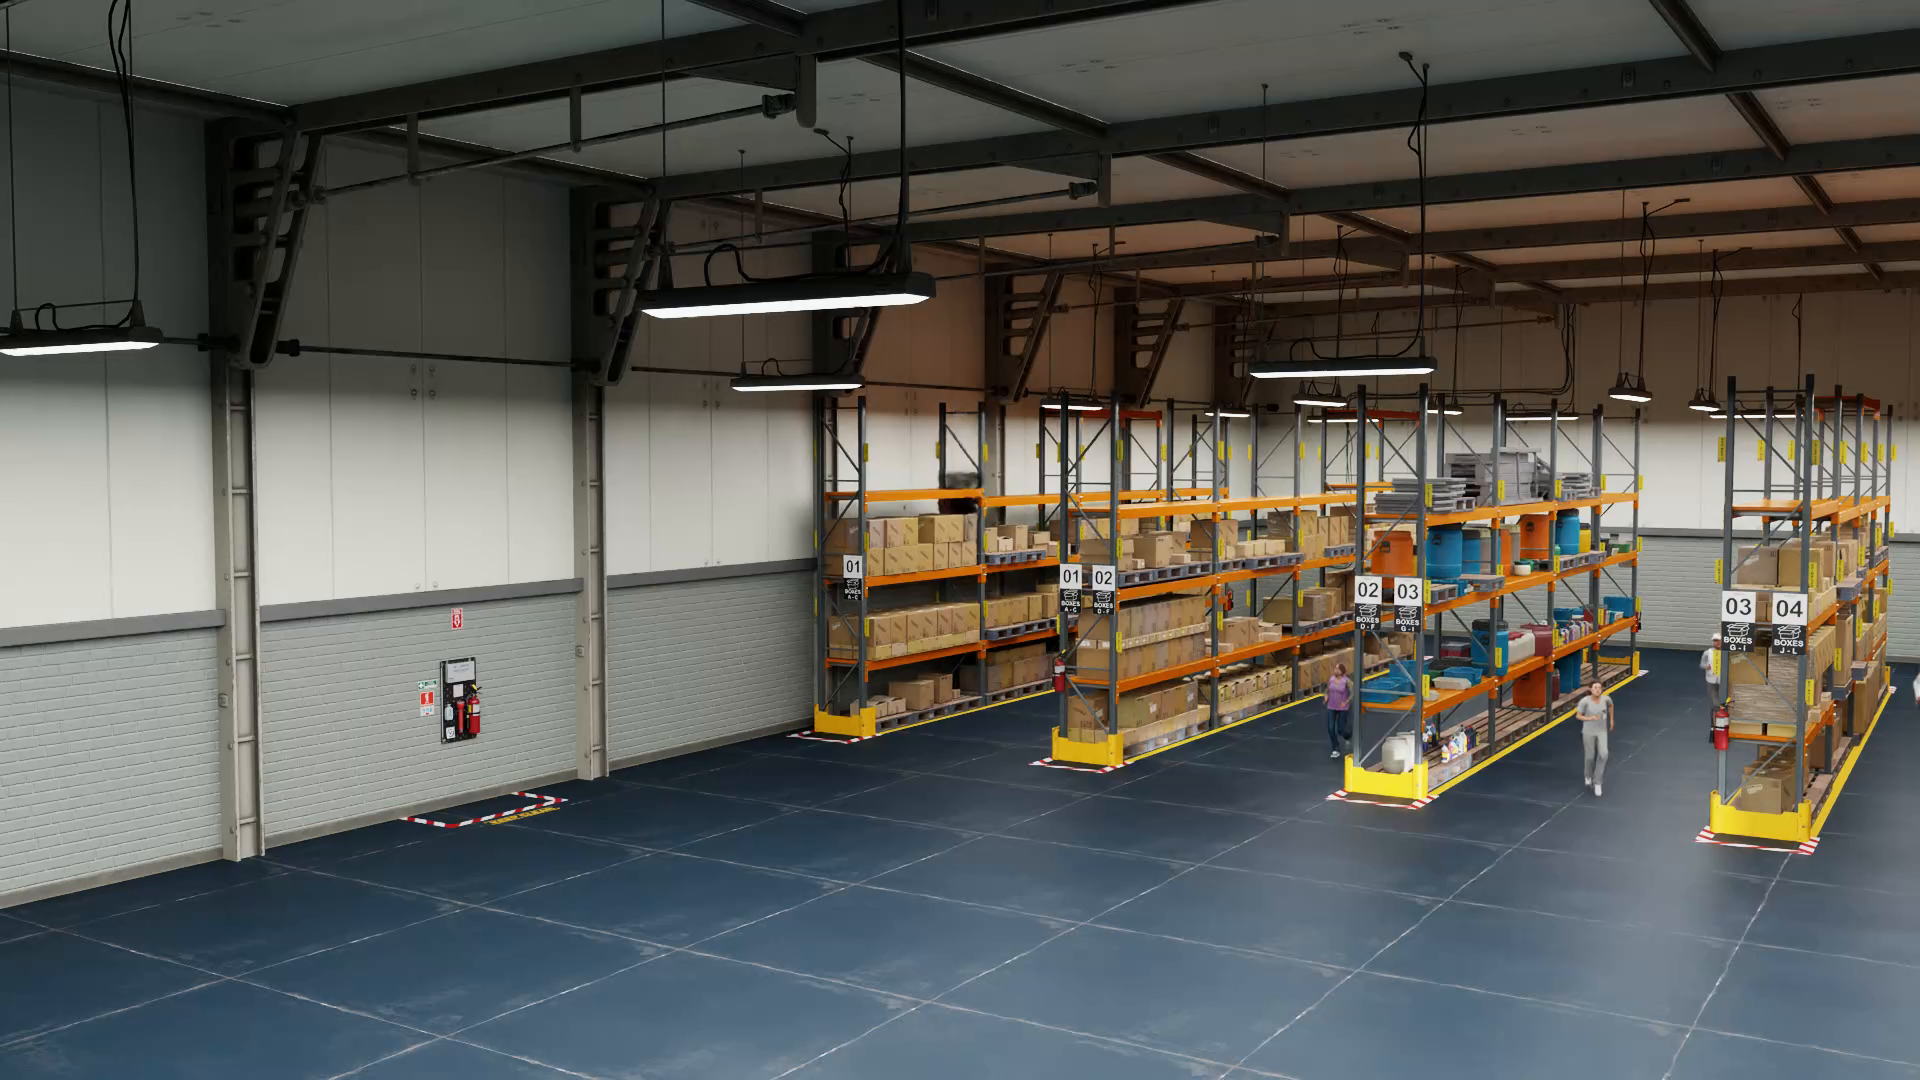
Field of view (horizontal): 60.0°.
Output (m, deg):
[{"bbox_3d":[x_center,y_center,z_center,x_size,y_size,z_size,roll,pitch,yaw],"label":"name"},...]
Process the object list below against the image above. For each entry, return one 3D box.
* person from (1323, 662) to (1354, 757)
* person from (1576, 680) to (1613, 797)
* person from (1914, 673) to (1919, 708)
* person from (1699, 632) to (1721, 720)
[{"bbox_3d":[6.240,2.787,27.403,0.535,1.548,0.567,2,4,35],"label":"person"},{"bbox_3d":[9.355,2.885,24.529,0.586,1.699,0.835,0,3,7],"label":"person"},{"bbox_3d":[15.844,2.710,26.938,0.703,1.733,0.628,2,3,30],"label":"person"},{"bbox_3d":[13.550,2.566,29.698,0.638,1.835,0.777,2,4,35],"label":"person"}]
